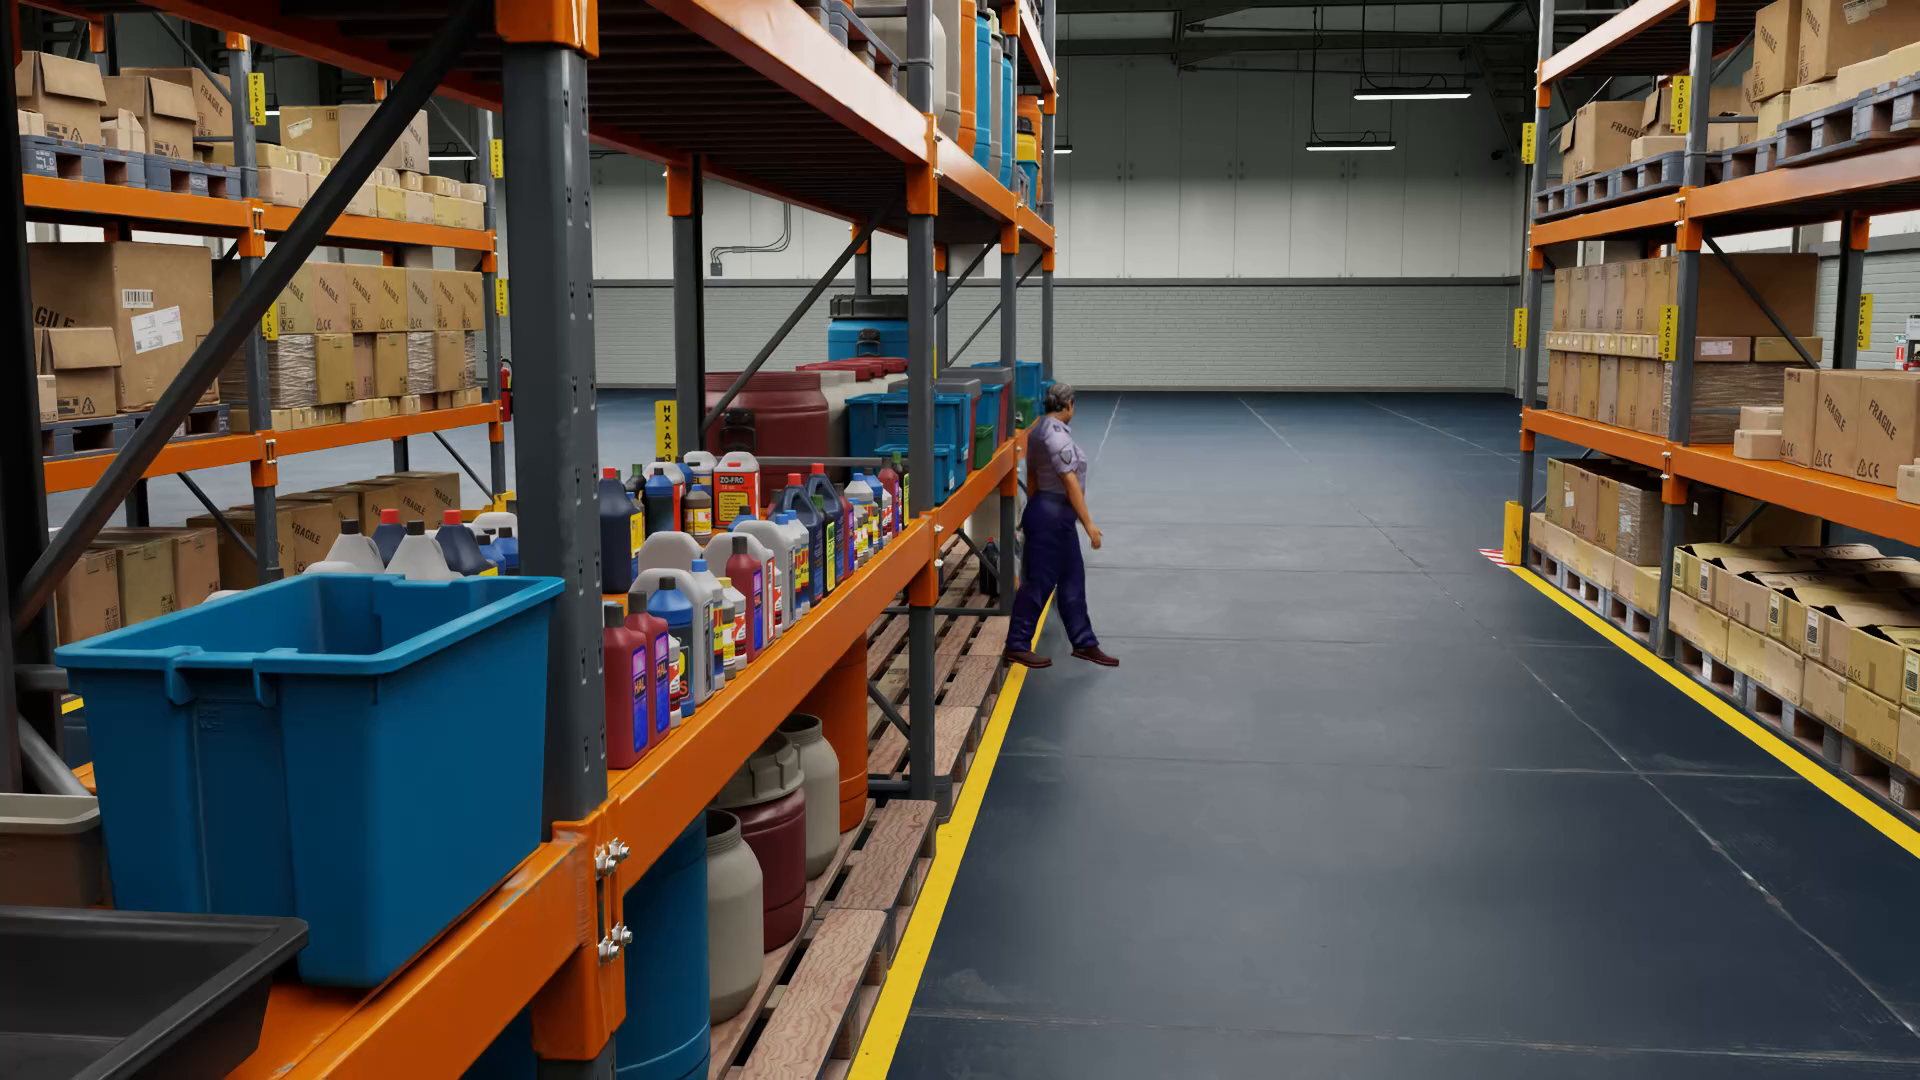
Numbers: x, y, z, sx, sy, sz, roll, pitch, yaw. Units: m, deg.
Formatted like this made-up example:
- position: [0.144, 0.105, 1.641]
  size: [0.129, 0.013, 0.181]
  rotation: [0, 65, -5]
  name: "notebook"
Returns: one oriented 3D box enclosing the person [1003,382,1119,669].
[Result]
- position: [0.590, -0.058, 9.524]
  size: [0.699, 1.652, 0.580]
  rotation: [0, 8, -3]
  name: "person"
